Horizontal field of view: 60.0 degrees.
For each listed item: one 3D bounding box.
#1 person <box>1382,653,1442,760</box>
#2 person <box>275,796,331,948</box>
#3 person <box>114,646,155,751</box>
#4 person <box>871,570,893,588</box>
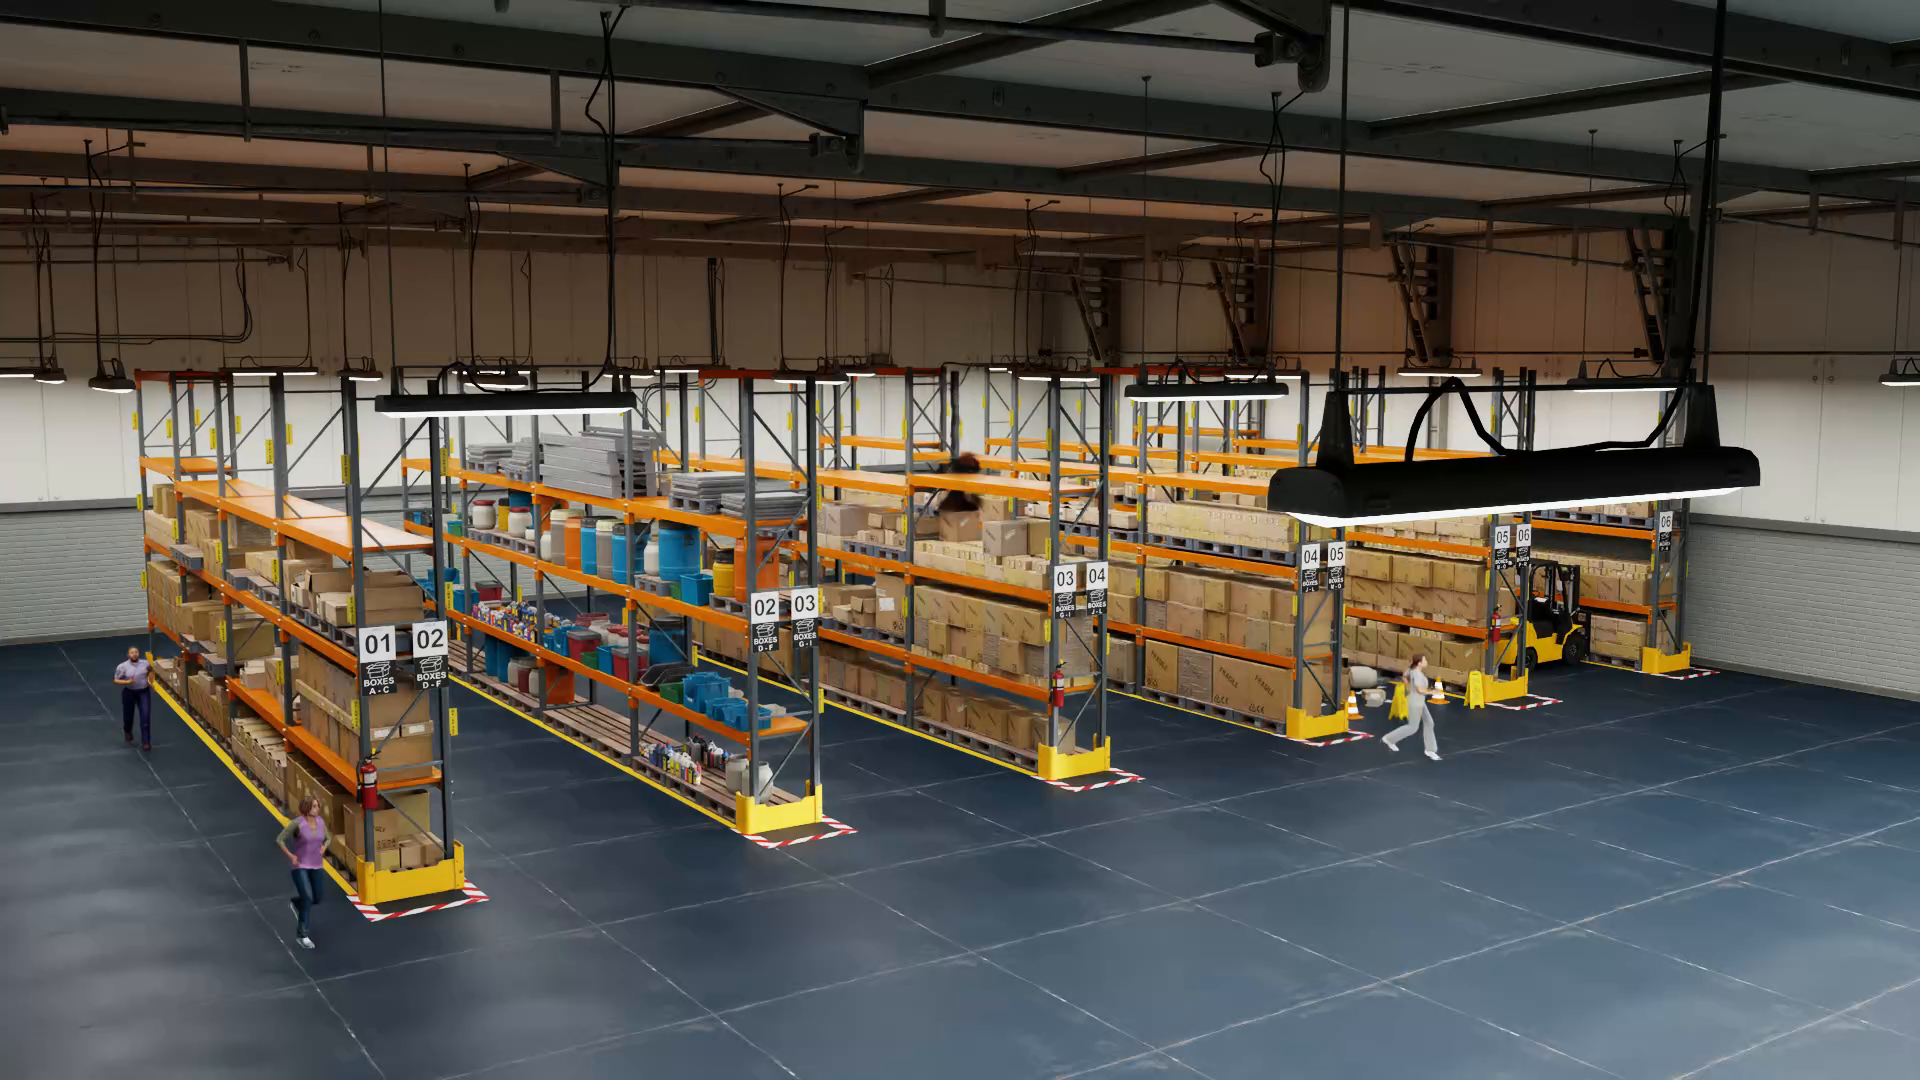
[{"bbox_3d":[7.073,2.598,25.931,0.922,1.709,0.597,1,7,11],"label":"person"},{"bbox_3d":[-7.084,3.551,18.050,0.760,1.568,0.567,5,8,36],"label":"person"},{"bbox_3d":[-13.184,2.499,26.609,0.607,1.632,0.941,-4,8,-34],"label":"person"},{"bbox_3d":[-1.568,1.491,35.229,0.648,1.774,0.963,-6,9,-44],"label":"person"}]
